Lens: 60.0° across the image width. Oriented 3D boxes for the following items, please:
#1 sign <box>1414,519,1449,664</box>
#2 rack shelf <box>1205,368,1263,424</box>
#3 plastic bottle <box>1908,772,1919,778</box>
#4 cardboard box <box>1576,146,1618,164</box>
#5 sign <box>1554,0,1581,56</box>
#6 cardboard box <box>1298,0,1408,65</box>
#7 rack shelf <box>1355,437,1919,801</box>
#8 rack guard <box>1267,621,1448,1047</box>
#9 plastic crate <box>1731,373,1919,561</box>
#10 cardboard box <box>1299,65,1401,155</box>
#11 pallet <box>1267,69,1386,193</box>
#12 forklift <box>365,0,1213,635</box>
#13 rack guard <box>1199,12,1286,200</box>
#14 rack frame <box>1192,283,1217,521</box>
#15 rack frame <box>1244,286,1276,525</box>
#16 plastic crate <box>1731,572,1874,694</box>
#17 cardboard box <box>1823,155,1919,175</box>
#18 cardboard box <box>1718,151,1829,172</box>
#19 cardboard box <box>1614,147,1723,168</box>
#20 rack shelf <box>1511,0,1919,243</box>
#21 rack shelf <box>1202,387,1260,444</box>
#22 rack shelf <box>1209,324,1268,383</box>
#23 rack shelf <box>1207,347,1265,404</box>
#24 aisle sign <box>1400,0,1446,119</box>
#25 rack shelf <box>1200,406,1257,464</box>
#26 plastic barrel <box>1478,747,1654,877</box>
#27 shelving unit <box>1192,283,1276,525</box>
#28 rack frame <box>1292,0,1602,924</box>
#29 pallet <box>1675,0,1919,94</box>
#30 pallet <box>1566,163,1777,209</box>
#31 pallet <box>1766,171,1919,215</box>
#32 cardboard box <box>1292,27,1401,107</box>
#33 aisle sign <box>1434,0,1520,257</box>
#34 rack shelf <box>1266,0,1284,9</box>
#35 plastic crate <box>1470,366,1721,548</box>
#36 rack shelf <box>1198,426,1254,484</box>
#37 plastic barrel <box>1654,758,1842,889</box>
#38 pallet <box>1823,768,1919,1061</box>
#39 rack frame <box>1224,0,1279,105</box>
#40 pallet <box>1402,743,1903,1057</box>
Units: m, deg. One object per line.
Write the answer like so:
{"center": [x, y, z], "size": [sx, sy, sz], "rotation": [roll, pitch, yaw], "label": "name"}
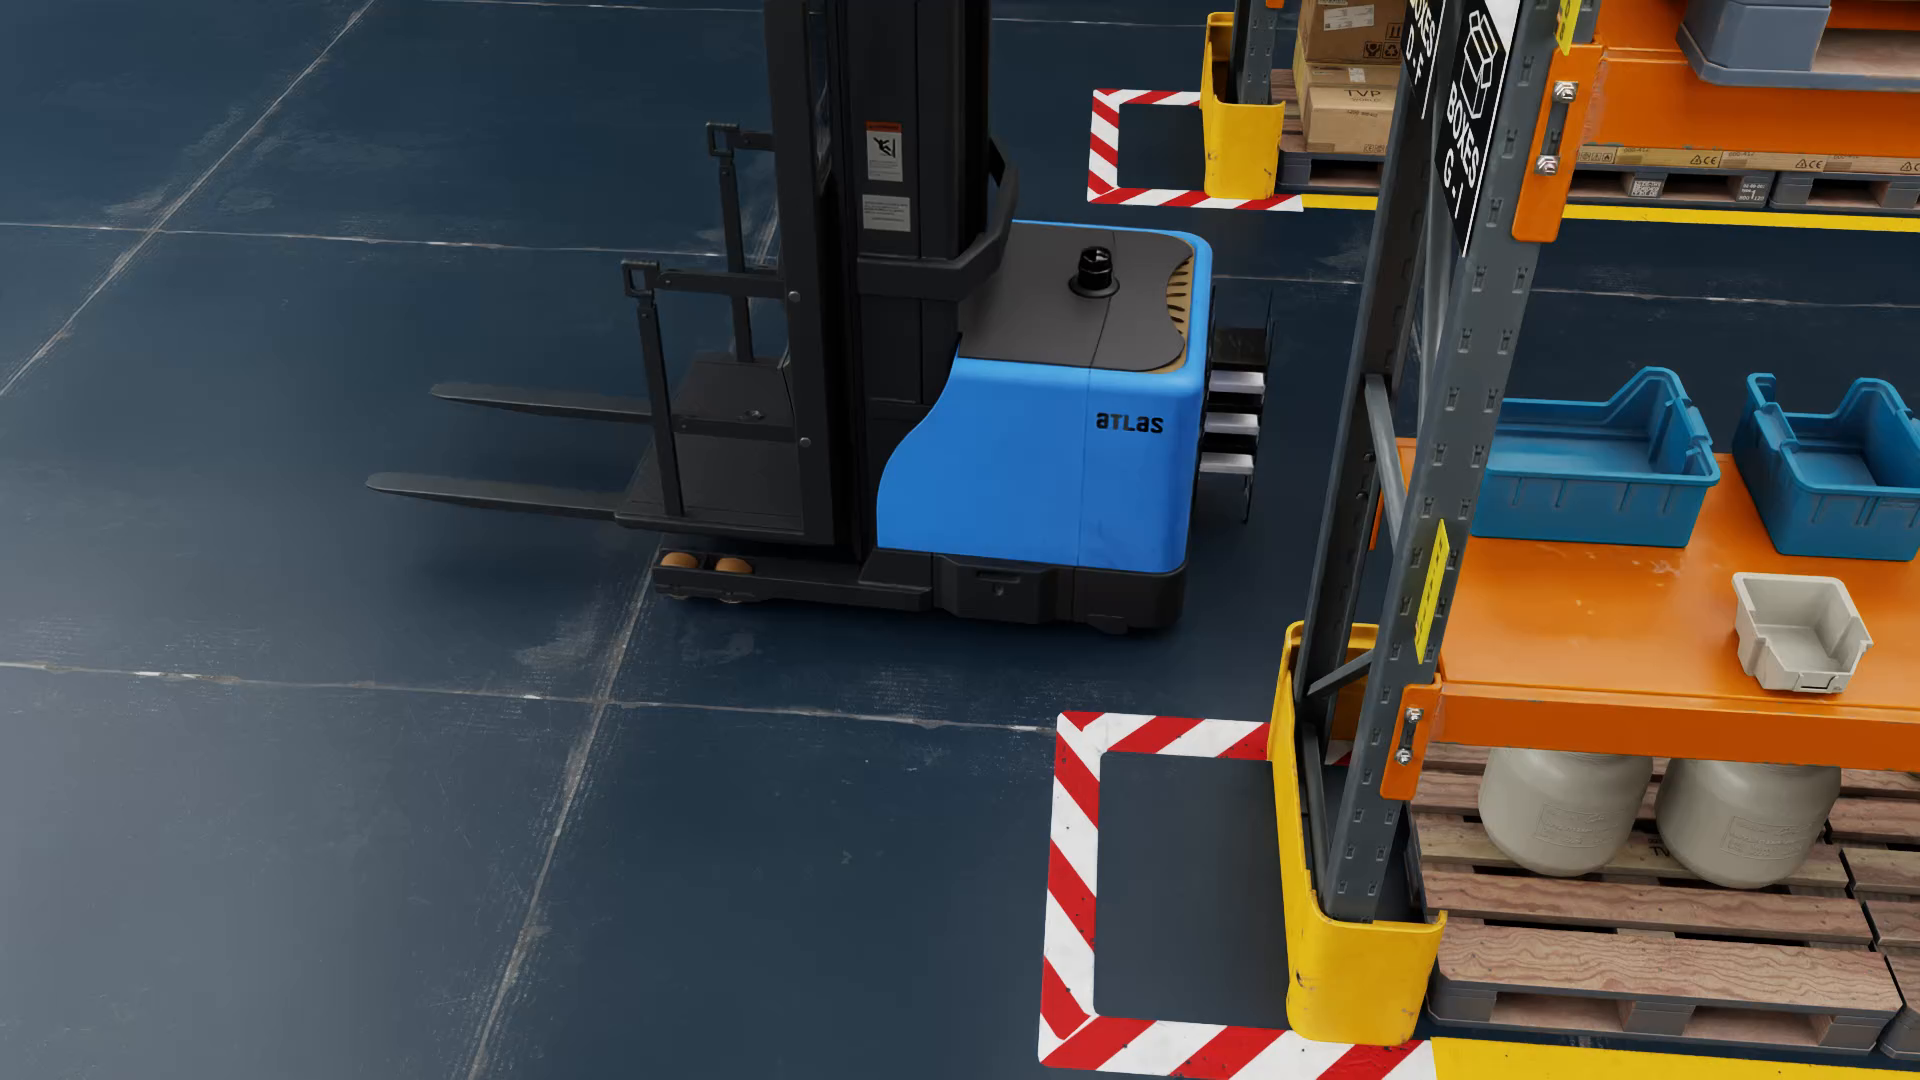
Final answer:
{"center": [0.996, 0.112, 3.517], "size": [0.005, 0.325, 0.100], "rotation": [3, 39, 4], "label": "sign"}
{"center": [1.001, -0.533, 6.103], "size": [0.200, 0.077, 0.258], "rotation": [4, 39, 5], "label": "rack shelf"}
{"center": [2.915, 0.612, 4.990], "size": [0.097, 0.201, 0.097], "rotation": [0, 39, 0], "label": "plastic bottle"}
{"center": [2.990, -2.116, 8.320], "size": [0.500, 0.250, 0.500], "rotation": [3, 39, 4], "label": "cardboard box"}
{"center": [0.996, -0.948, 2.655], "size": [0.005, 0.325, 0.100], "rotation": [3, 39, 4], "label": "sign"}
{"center": [2.039, -2.787, 8.549], "size": [0.500, 0.500, 0.500], "rotation": [3, 39, 4], "label": "cardboard box"}
{"center": [3.040, 0.261, 4.123], "size": [4.000, 0.370, 1.077], "rotation": [3, 39, 4], "label": "rack shelf"}
{"center": [1.127, 0.818, 4.850], "size": [0.348, 0.500, 1.175], "rotation": [3, 39, 4], "label": "rack guard"}
{"center": [2.219, -0.191, 4.226], "size": [0.408, 0.251, 0.499], "rotation": [3, 39, 4], "label": "plastic crate"}
{"center": [1.994, -2.169, 8.384], "size": [0.500, 0.250, 0.500], "rotation": [3, 39, 4], "label": "cardboard box"}
{"center": [2.244, -2.145, 8.718], "size": [1.213, 0.211, 1.003], "rotation": [3, 39, 4], "label": "pallet"}
{"center": [-0.656, -1.233, 5.443], "size": [3.031, 2.935, 1.130], "rotation": [5, 39, 7], "label": "forklift"}
{"center": [1.455, -2.273, 8.647], "size": [0.348, 0.500, 1.175], "rotation": [3, 39, 4], "label": "rack guard"}
{"center": [0.900, -0.496, 6.147], "size": [0.006, 0.900, 0.240], "rotation": [4, 39, 5], "label": "rack frame"}
{"center": [1.102, -0.483, 6.130], "size": [0.006, 0.900, 0.240], "rotation": [4, 39, 5], "label": "rack frame"}
{"center": [1.911, 0.227, 3.804], "size": [0.250, 0.136, 0.298], "rotation": [3, 39, 4], "label": "plastic crate"}
{"center": [4.486, -2.041, 8.227], "size": [0.500, 0.250, 0.500], "rotation": [3, 39, 4], "label": "cardboard box"}
{"center": [3.986, -2.059, 8.249], "size": [0.500, 0.250, 0.500], "rotation": [3, 39, 4], "label": "cardboard box"}
{"center": [3.488, -2.086, 8.282], "size": [0.500, 0.250, 0.500], "rotation": [3, 39, 4], "label": "cardboard box"}
{"center": [3.040, -0.902, 3.176], "size": [4.000, 0.370, 1.077], "rotation": [3, 39, 4], "label": "rack shelf"}
{"center": [1.001, -0.464, 6.159], "size": [0.200, 0.077, 0.258], "rotation": [4, 39, 5], "label": "rack shelf"}
{"center": [1.001, -0.673, 5.989], "size": [0.200, 0.077, 0.258], "rotation": [4, 39, 5], "label": "rack shelf"}
{"center": [1.001, -0.603, 6.046], "size": [0.200, 0.077, 0.258], "rotation": [4, 39, 5], "label": "rack shelf"}
{"center": [1.002, -1.325, 3.443], "size": [0.004, 0.787, 0.394], "rotation": [3, 39, 4], "label": "aisle sign"}
{"center": [1.001, -0.394, 6.216], "size": [0.200, 0.077, 0.258], "rotation": [4, 39, 5], "label": "rack shelf"}
{"center": [1.710, 0.663, 4.697], "size": [0.421, 0.512, 0.421], "rotation": [0, 39, 0], "label": "plastic barrel"}
{"center": [1.001, -0.489, 6.138], "size": [0.210, 0.900, 0.258], "rotation": [4, 39, 5], "label": "shelving unit"}
{"center": [1.048, -0.126, 4.029], "size": [0.127, 3.000, 1.000], "rotation": [3, 39, 4], "label": "rack frame"}
{"center": [1.863, -1.110, 3.011], "size": [1.213, 0.211, 1.003], "rotation": [3, 39, 4], "label": "pallet"}
{"center": [3.456, -2.077, 8.634], "size": [1.213, 0.211, 1.003], "rotation": [3, 39, 4], "label": "pallet"}
{"center": [4.675, -2.012, 8.554], "size": [1.213, 0.211, 1.003], "rotation": [3, 39, 4], "label": "pallet"}
{"center": [2.039, -2.495, 8.784], "size": [0.500, 0.250, 0.500], "rotation": [3, 39, 4], "label": "cardboard box"}
{"center": [0.951, -0.954, 2.987], "size": [0.004, 0.787, 0.394], "rotation": [3, 39, 4], "label": "aisle sign"}
{"center": [3.471, -2.854, 7.950], "size": [4.000, 0.370, 1.077], "rotation": [3, 39, 4], "label": "rack shelf"}
{"center": [1.572, -0.230, 4.274], "size": [0.616, 0.251, 0.499], "rotation": [3, 39, 4], "label": "plastic crate"}
{"center": [1.001, -0.324, 6.273], "size": [0.200, 0.077, 0.258], "rotation": [4, 39, 5], "label": "rack shelf"}
{"center": [2.209, 0.691, 4.664], "size": [0.421, 0.512, 0.421], "rotation": [0, 39, 0], "label": "plastic barrel"}
{"center": [3.148, 1.045, 4.799], "size": [1.213, 0.211, 1.003], "rotation": [3, 39, 4], "label": "pallet"}
{"center": [1.479, -3.242, 7.856], "size": [0.127, 3.000, 1.000], "rotation": [3, 39, 4], "label": "rack frame"}
{"center": [1.936, 0.977, 4.882], "size": [1.213, 0.211, 1.003], "rotation": [3, 39, 4], "label": "pallet"}
